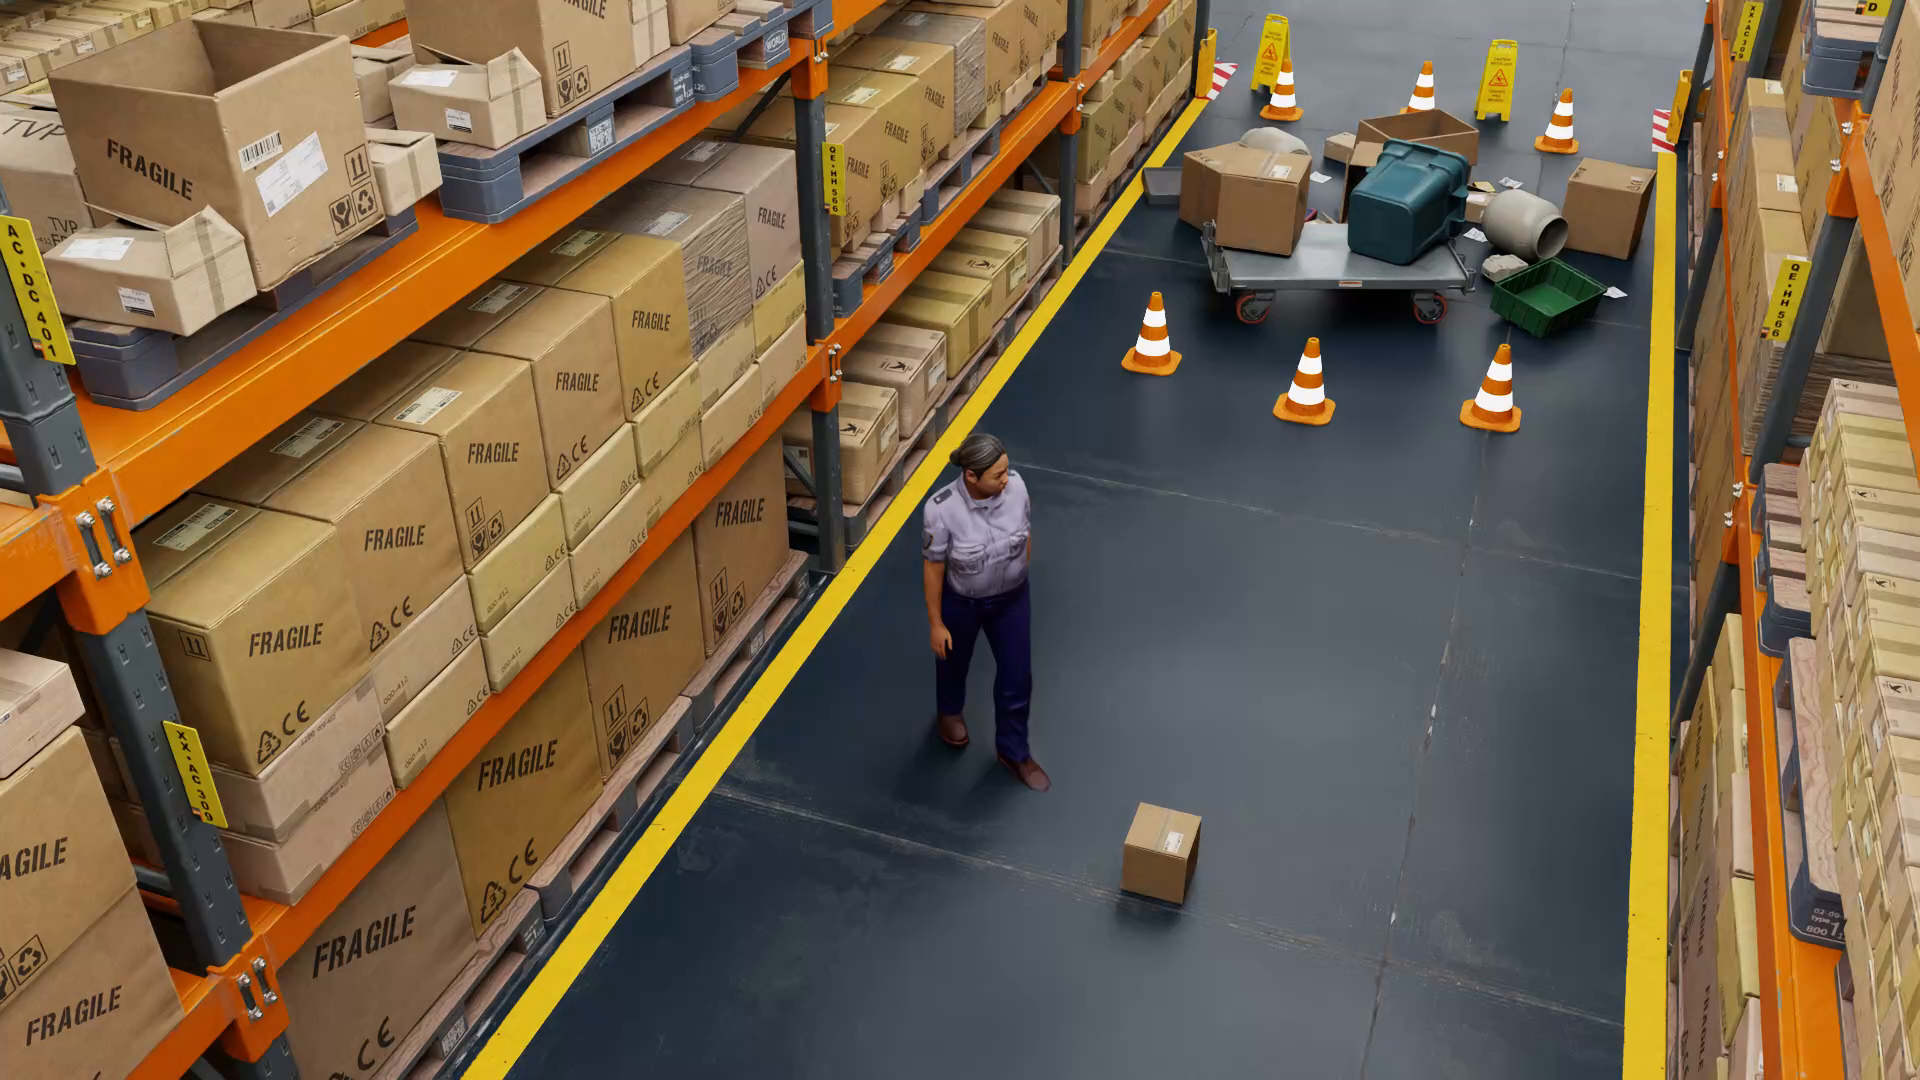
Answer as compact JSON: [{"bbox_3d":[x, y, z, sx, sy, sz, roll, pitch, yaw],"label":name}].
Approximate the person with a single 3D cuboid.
[{"bbox_3d":[0.067,0.260,6.786,0.494,1.684,0.646,-11,35,-16],"label":"person"}]
